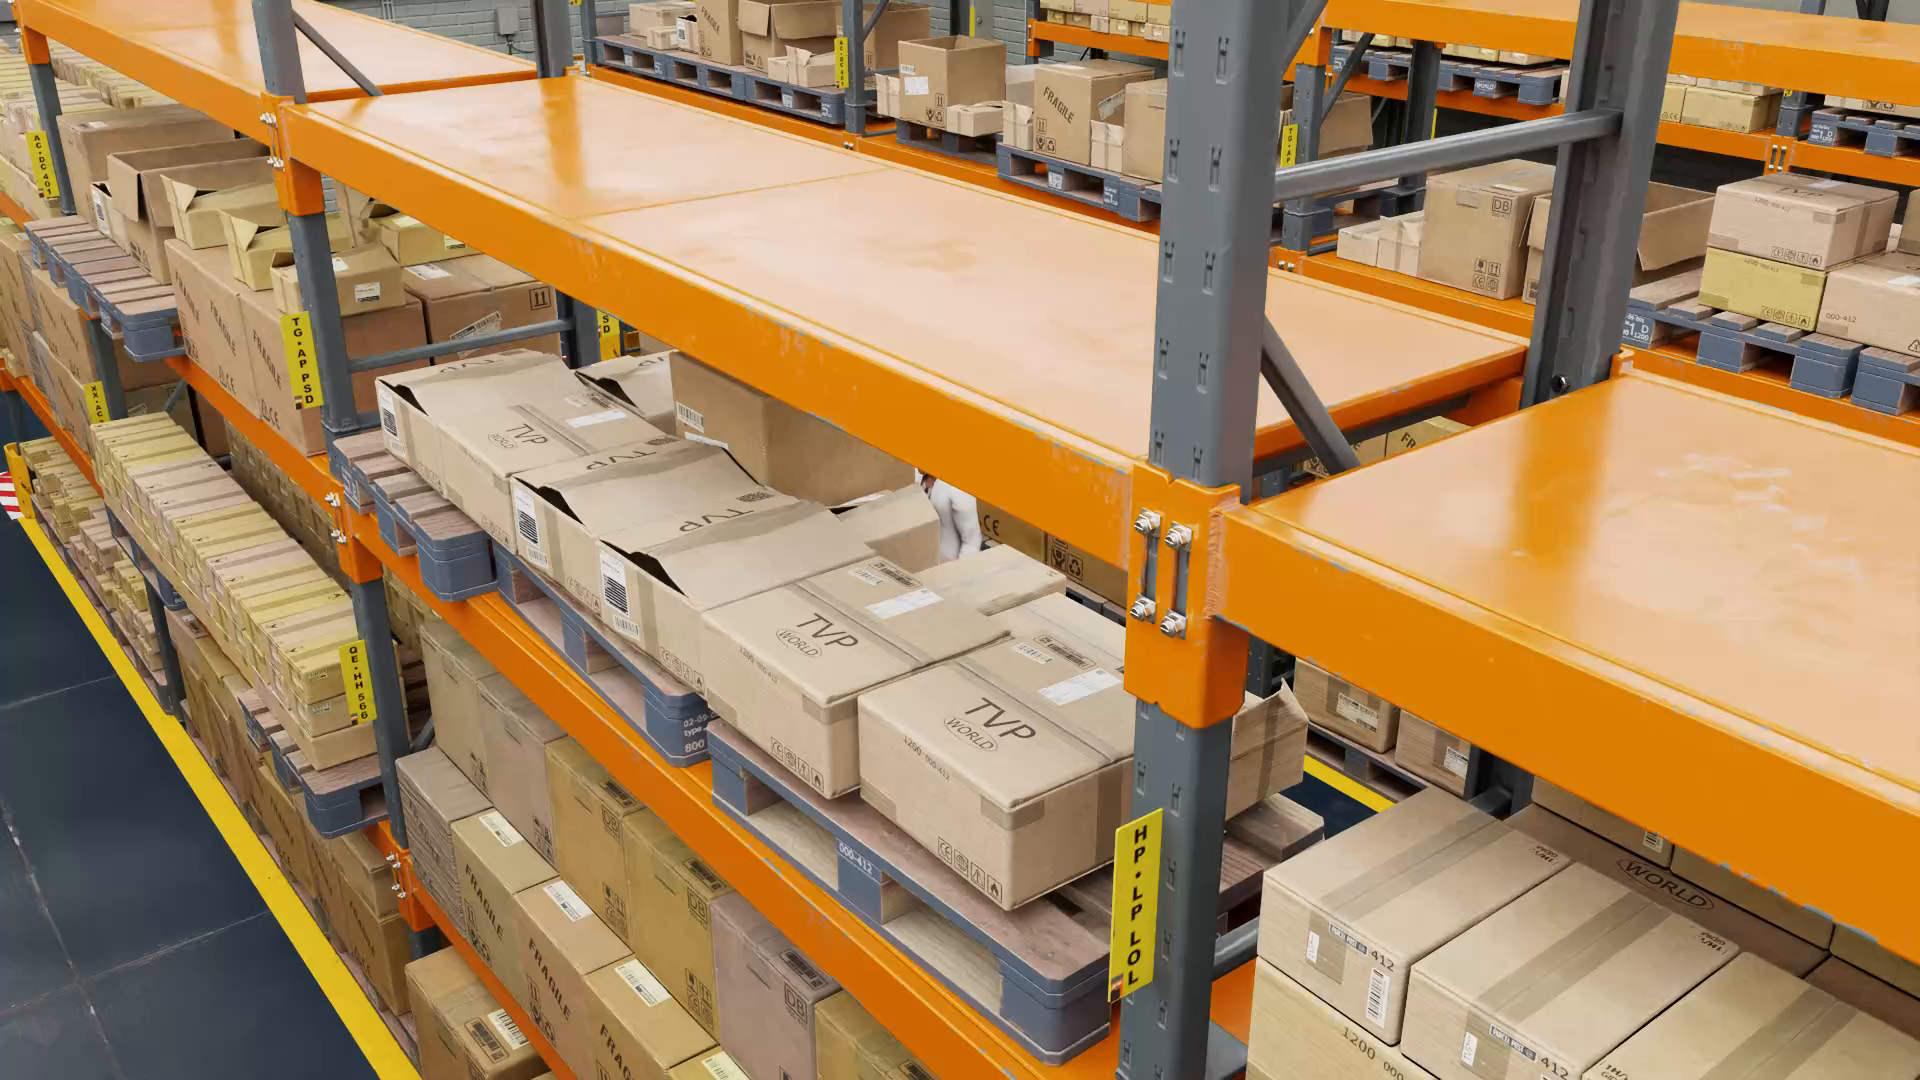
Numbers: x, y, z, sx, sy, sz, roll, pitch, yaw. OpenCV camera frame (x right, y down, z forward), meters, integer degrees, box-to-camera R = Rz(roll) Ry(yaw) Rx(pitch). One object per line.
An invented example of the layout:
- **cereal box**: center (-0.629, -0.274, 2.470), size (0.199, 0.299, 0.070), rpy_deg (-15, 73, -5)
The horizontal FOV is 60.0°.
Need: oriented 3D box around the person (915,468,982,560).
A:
- **person**: center (-0.133, 0.178, 9.569), size (0.425, 1.774, 0.644), rpy_deg (-18, 30, -34)
